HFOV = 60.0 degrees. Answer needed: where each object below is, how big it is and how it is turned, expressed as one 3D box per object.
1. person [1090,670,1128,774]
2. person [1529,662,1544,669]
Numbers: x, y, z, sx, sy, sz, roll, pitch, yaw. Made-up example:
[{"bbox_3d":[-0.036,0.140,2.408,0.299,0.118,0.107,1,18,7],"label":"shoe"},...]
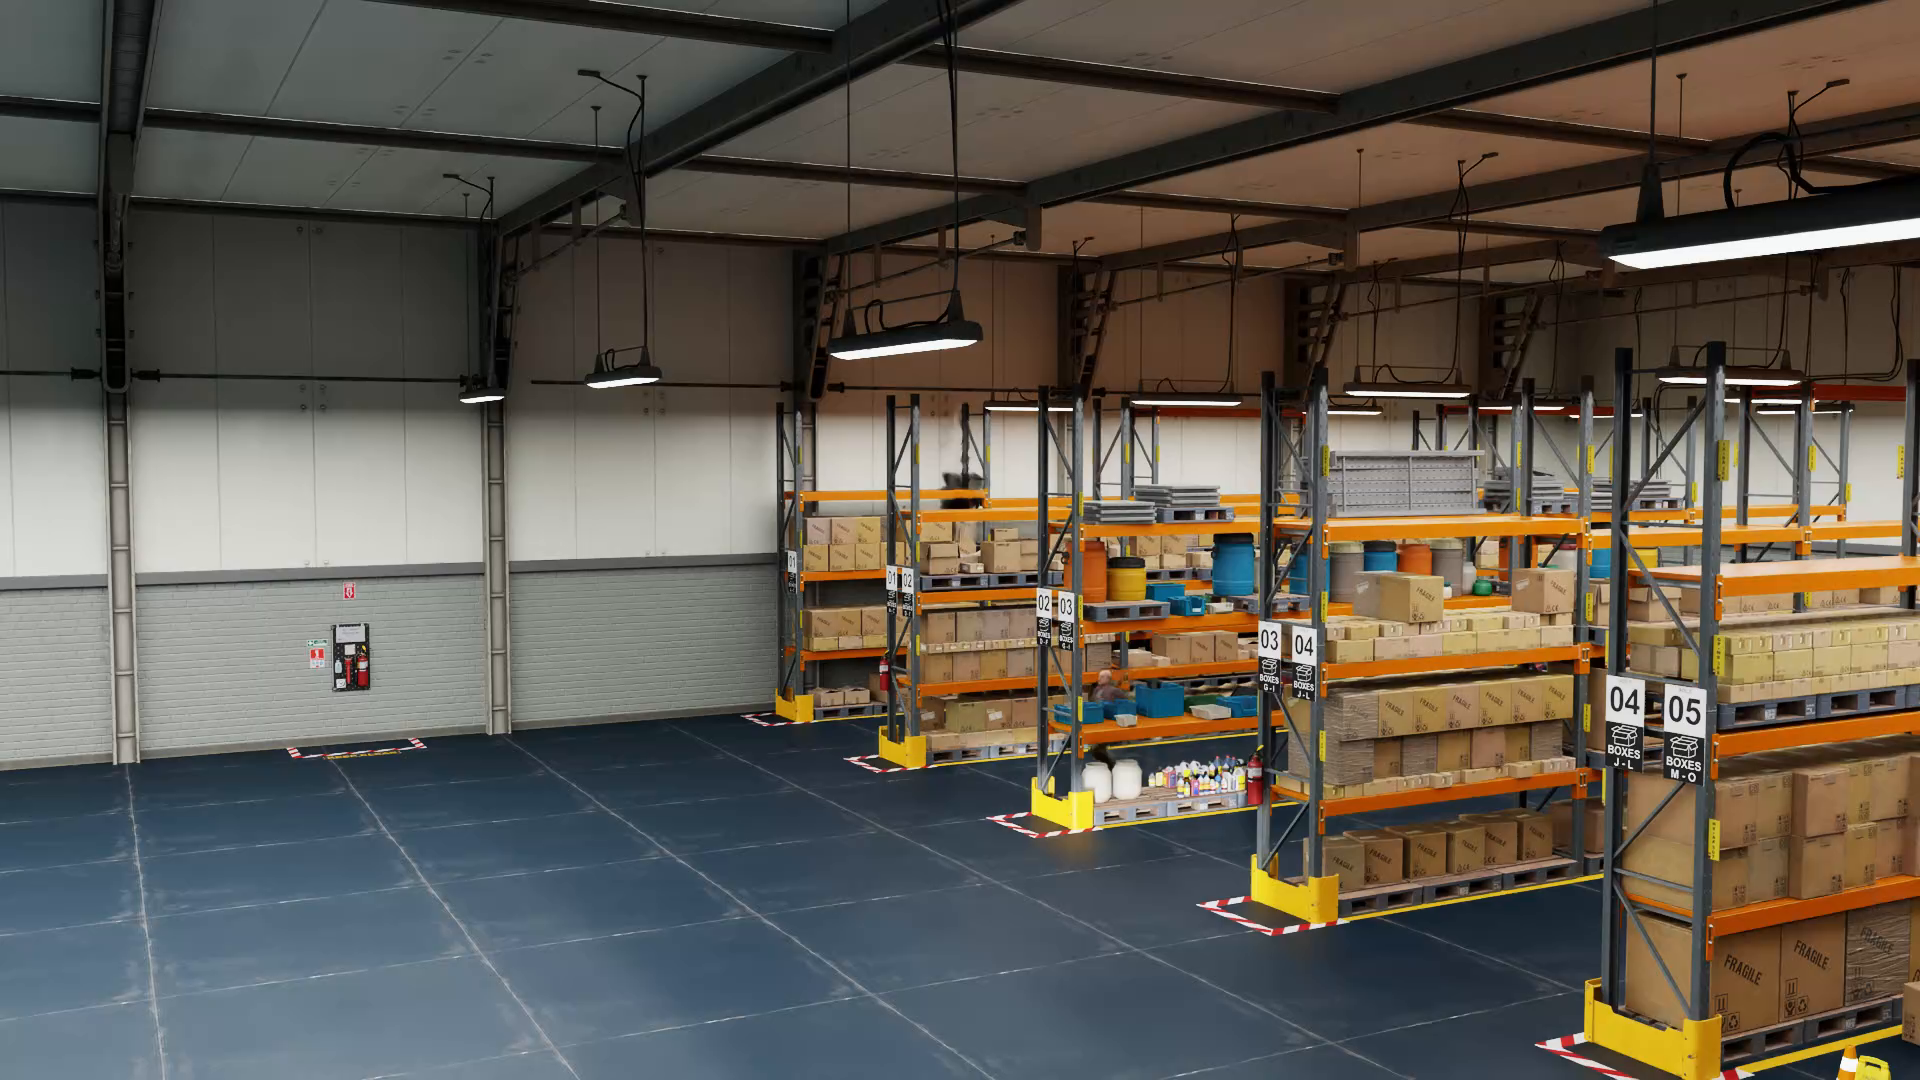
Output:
[{"bbox_3d":[2.161,2.848,25.277,0.703,1.744,0.685,-2,4,-32],"label":"person"},{"bbox_3d":[10.630,2.575,30.894,0.641,1.676,0.655,-2,4,-30],"label":"person"}]
